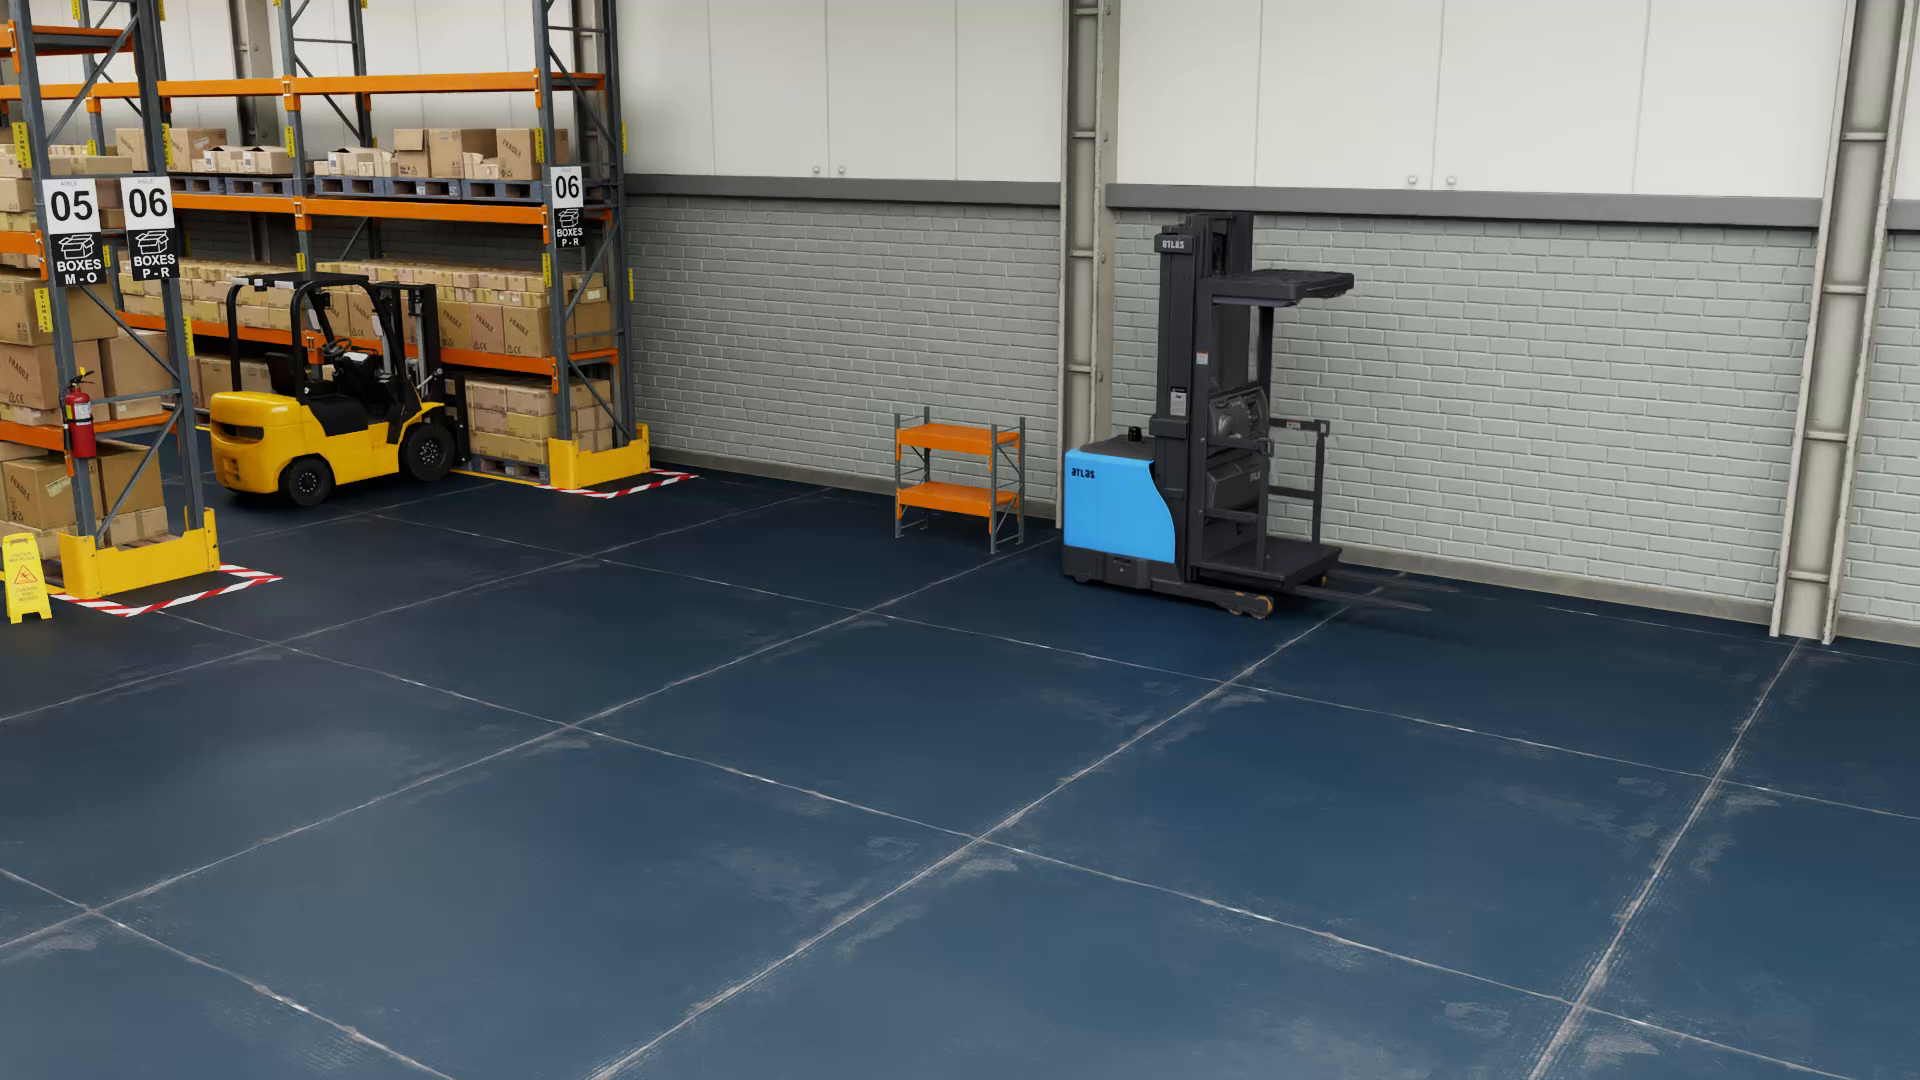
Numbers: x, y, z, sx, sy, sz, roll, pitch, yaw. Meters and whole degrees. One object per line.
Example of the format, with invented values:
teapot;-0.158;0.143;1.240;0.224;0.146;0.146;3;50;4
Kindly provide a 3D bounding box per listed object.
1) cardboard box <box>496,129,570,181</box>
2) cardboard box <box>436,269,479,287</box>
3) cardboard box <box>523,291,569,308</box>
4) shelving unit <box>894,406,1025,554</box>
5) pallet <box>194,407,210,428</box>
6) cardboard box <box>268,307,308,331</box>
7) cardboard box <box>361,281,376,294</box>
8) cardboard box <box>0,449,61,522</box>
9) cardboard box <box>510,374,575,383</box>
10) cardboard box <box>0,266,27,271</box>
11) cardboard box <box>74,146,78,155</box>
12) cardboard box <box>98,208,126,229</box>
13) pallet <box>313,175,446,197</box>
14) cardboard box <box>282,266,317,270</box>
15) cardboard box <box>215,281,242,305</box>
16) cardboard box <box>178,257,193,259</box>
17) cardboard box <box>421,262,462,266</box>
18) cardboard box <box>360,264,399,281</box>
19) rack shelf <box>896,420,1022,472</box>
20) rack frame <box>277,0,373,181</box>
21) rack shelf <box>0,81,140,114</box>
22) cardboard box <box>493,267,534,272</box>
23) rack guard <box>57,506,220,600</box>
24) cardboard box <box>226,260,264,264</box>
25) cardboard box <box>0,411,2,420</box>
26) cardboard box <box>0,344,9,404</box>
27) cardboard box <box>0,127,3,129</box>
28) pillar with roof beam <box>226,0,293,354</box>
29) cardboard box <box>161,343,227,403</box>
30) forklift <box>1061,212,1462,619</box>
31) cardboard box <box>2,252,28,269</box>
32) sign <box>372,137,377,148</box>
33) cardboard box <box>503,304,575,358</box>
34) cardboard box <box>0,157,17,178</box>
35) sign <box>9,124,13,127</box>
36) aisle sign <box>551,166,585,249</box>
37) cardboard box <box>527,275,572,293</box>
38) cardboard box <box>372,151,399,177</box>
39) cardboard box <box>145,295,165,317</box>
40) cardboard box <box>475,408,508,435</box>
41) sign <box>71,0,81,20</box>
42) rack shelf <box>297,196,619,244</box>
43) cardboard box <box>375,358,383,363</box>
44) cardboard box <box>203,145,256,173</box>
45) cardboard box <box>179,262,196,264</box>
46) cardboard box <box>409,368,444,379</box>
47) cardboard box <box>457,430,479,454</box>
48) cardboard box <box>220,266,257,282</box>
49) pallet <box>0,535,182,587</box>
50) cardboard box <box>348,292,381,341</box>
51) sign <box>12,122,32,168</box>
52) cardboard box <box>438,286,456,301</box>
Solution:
cardboard box;-4.281;-3.873;16.694;0.500;0.500;0.500;10;17;35
cardboard box;-5.308;-2.770;17.595;0.250;0.149;0.380;10;17;34
cardboard box;-4.222;-2.459;16.958;0.250;0.149;0.380;9;17;34
shelving unit;-0.006;-0.547;14.692;1.048;1.125;0.538;9;17;33
pallet;-8.747;-1.543;20.616;1.213;0.211;1.003;9;17;33
cardboard box;-7.661;-2.584;19.333;0.500;0.250;0.500;10;17;34
cardboard box;-6.369;-2.798;18.327;0.250;0.149;0.380;10;17;34
cardboard box;-7.790;-0.473;13.779;0.500;0.500;0.500;10;17;35
cardboard box;-4.488;-1.628;17.926;0.500;0.250;0.500;9;17;33
cardboard box;-7.987;-1.936;13.492;0.500;0.500;0.700;9;16;32
cardboard box;-11.026;-4.943;21.169;0.250;0.149;0.380;9;16;31
cardboard box;-6.639;-2.558;13.196;0.250;0.149;0.380;9;17;33
pallet;-6.375;-3.946;18.461;1.213;0.211;1.003;9;17;33
cardboard box;-7.893;-3.205;19.971;0.250;0.149;0.380;9;17;32
cardboard box;-8.499;-2.964;19.825;0.500;0.250;0.500;10;17;34
cardboard box;-10.033;-3.538;21.316;0.250;0.149;0.380;10;17;35
cardboard box;-5.805;-3.032;18.653;0.250;0.149;0.380;9;16;32
cardboard box;-6.358;-2.943;18.293;0.250;0.149;0.380;10;17;34
rack shelf;-0.006;-0.831;14.621;1.000;0.278;0.538;9;17;33
rack frame;-7.097;-5.554;18.532;0.127;3.000;1.000;9;17;33
rack shelf;-12.076;-5.815;21.917;4.000;0.370;1.077;9;17;33
cardboard box;-4.792;-2.842;17.883;0.250;0.149;0.380;10;17;35
rack guard;-6.608;0.088;13.427;0.348;0.500;1.175;9;17;33
cardboard box;-8.903;-3.392;20.726;0.250;0.149;0.380;9;16;32
cardboard box;-7.678;-1.080;13.465;0.250;0.149;0.380;10;17;34
cardboard box;-7.562;-1.394;13.385;0.500;0.500;0.500;9;17;33
cardboard box;-13.443;-5.619;22.998;0.258;0.266;0.396;9;16;32
pillar with roof beam;-11.234;-5.237;17.251;0.400;9.000;9.100;9;17;33
cardboard box;-9.906;-2.143;21.305;0.625;0.625;0.875;10;17;35
forklift;2.313;-0.978;12.675;3.031;2.935;1.130;10;17;35
cardboard box;-12.378;-3.683;22.376;0.500;0.500;0.700;9;17;33
sign;-6.789;-4.498;19.268;0.005;0.325;0.100;9;17;33
cardboard box;-4.333;-2.167;17.129;0.500;0.500;0.500;9;16;32
cardboard box;-7.183;-2.865;12.775;0.250;0.149;0.380;10;17;34
sign;-13.428;-5.724;23.566;0.005;0.325;0.100;9;17;33
aisle sign;-3.887;-3.300;16.501;0.004;0.787;0.394;9;17;33
cardboard box;-4.193;-2.619;16.984;0.250;0.149;0.380;9;17;33
cardboard box;-6.035;-4.025;17.797;0.258;0.266;0.396;9;16;31
cardboard box;-9.770;-2.929;20.724;0.500;0.250;0.500;9;16;32
cardboard box;-4.766;-1.289;17.598;0.500;0.250;0.500;9;17;32
sign;-10.711;-6.473;20.135;0.005;0.325;0.100;9;17;33
rack shelf;-5.437;-3.480;17.895;4.000;0.370;1.077;9;17;33
cardboard box;-6.581;-1.969;19.301;0.500;0.250;0.500;10;17;34
cardboard box;-8.471;-4.458;19.452;0.500;0.311;0.500;9;16;31
cardboard box;-9.642;-3.343;20.526;0.250;0.149;0.380;9;17;33
cardboard box;-6.033;-1.734;18.352;0.500;0.250;0.500;10;17;35
cardboard box;-5.162;-1.112;17.921;0.500;0.250;0.500;9;17;33
cardboard box;-8.581;-3.172;19.837;0.250;0.149;0.380;9;17;33
pallet;-7.263;0.112;13.930;1.213;0.211;1.003;9;17;33
cardboard box;-6.433;-2.512;18.521;0.500;0.500;0.500;10;17;34
sign;-6.871;-2.893;12.182;0.005;0.325;0.100;9;17;33
cardboard box;-5.300;-2.626;17.633;0.250;0.149;0.380;9;17;33
